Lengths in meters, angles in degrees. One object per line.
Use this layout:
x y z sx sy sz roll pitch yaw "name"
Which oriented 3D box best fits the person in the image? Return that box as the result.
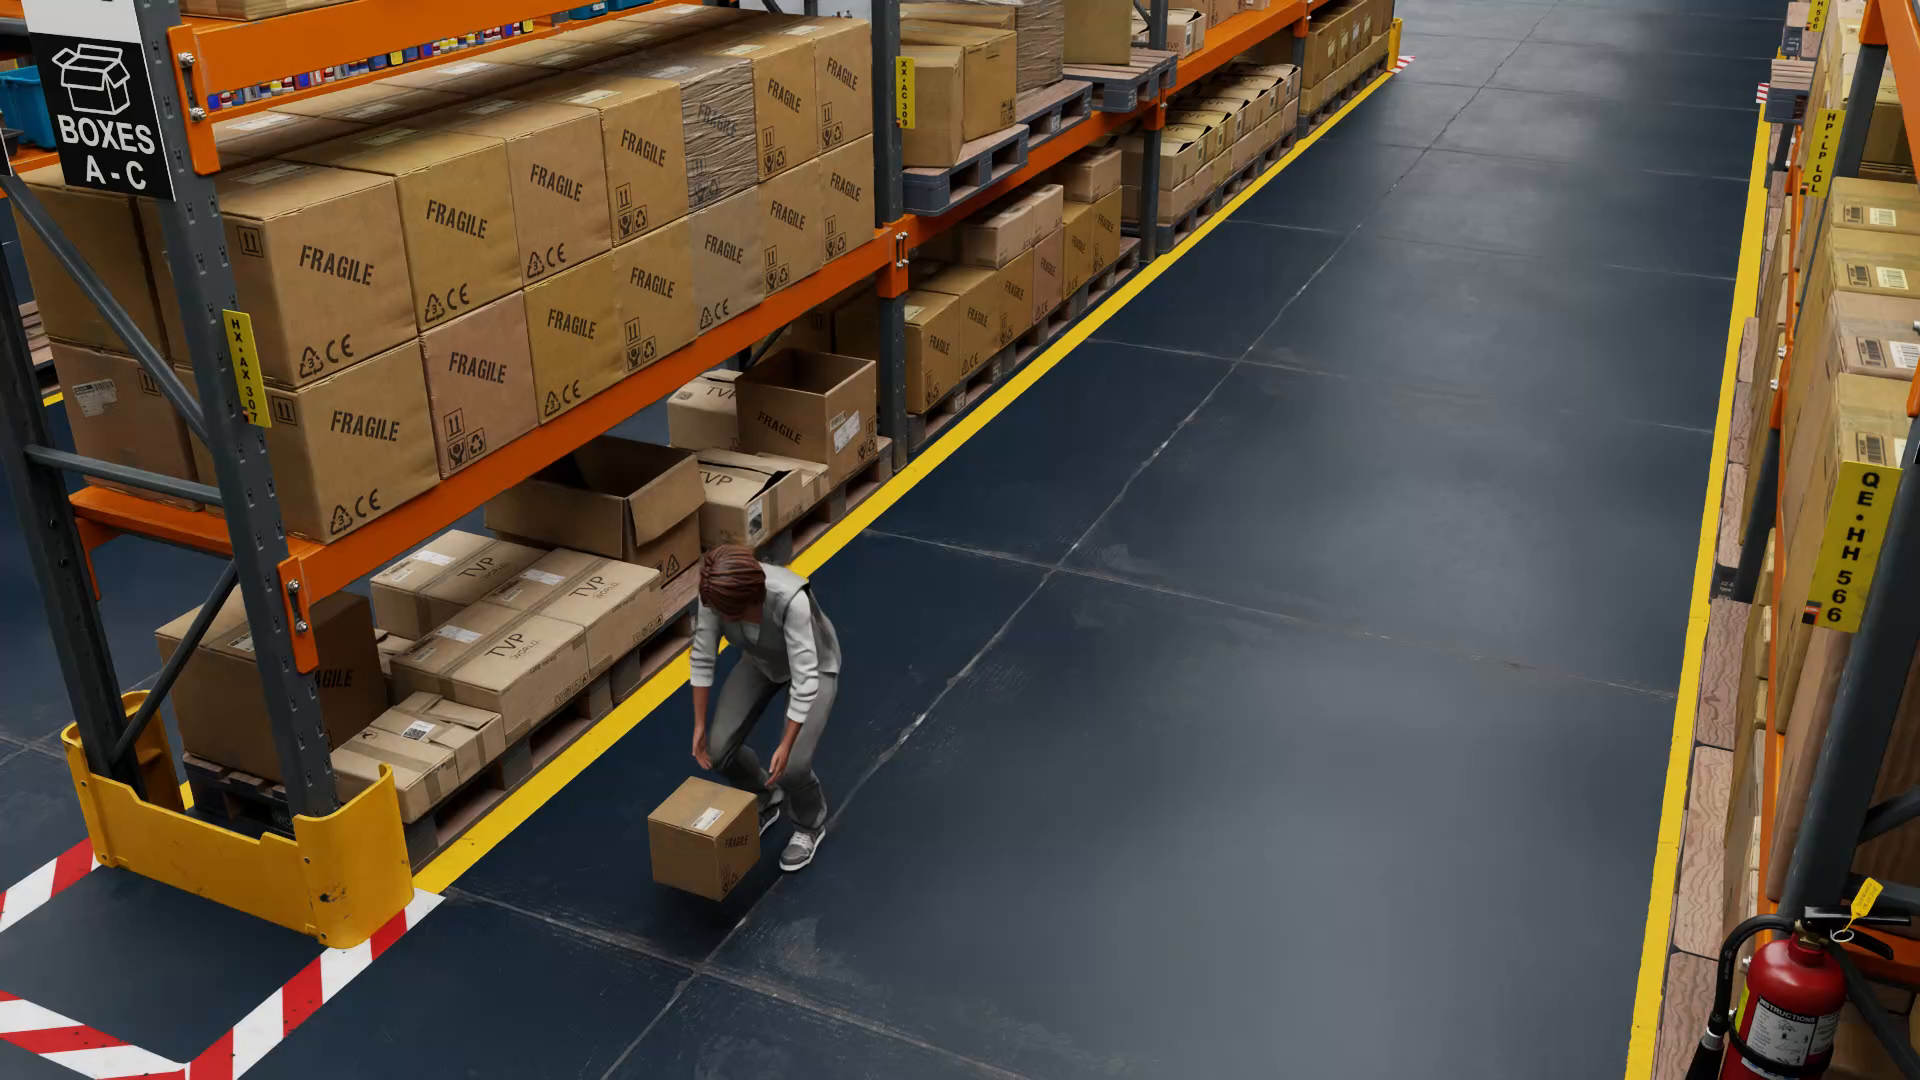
-0.613 0.508 5.479 0.463 1.272 0.671 12 29 22 "person"
